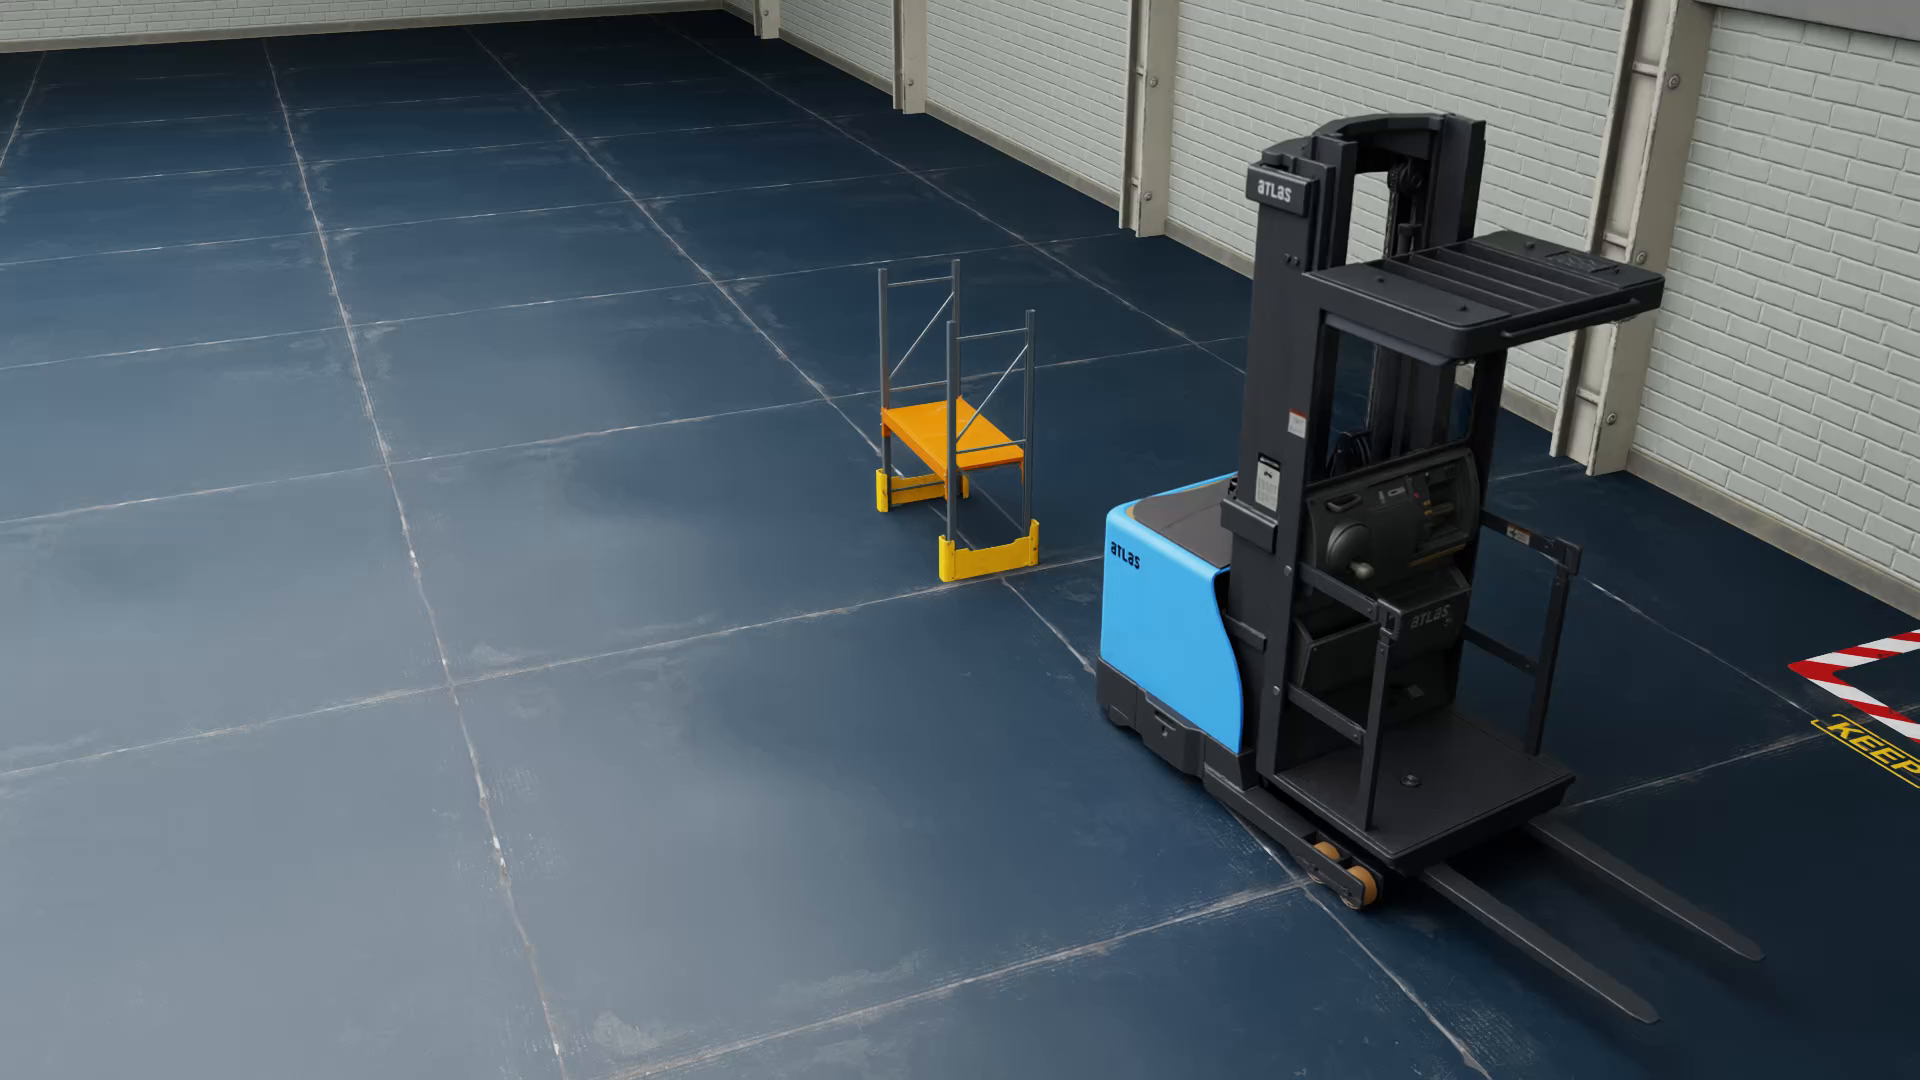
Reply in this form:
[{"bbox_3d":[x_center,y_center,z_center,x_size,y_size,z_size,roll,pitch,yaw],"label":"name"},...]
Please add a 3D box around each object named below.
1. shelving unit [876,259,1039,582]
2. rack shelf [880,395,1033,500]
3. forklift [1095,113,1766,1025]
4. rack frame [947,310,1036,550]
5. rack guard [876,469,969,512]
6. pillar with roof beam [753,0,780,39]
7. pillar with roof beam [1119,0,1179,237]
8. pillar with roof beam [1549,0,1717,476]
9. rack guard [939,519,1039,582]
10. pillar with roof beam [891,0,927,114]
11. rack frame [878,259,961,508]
[{"bbox_3d":[-0.030,-0.705,9.484,0.587,1.500,1.083,-11,28,-21],"label":"shelving unit"},{"bbox_3d":[-0.033,-0.547,9.570,0.538,0.185,1.000,-11,28,-21],"label":"rack shelf"},{"bbox_3d":[1.869,-0.068,6.549,1.130,2.935,3.031,-16,30,-29],"label":"forklift"},{"bbox_3d":[0.166,-0.503,9.071,0.500,1.500,0.032,-11,28,-21],"label":"rack frame"},{"bbox_3d":[-0.225,-0.344,10.170,0.587,0.250,0.087,-11,28,-21],"label":"rack guard"},{"bbox_3d":[-6.930,-11.082,22.191,9.100,9.000,0.400,-11,28,-21],"label":"pillar with roof beam"},{"bbox_3d":[-2.231,-6.238,12.269,9.100,9.000,0.400,-11,28,-21],"label":"pillar with roof beam"},{"bbox_3d":[0.119,-3.815,7.308,9.100,9.000,0.400,-11,28,-21],"label":"pillar with roof beam"},{"bbox_3d":[0.165,0.058,9.346,0.587,0.250,0.087,-11,28,-21],"label":"rack guard"},{"bbox_3d":[-4.581,-8.660,17.230,9.100,9.000,0.400,-11,28,-21],"label":"pillar with roof beam"},{"bbox_3d":[-0.232,-0.914,9.912,0.500,1.500,0.032,-11,28,-21],"label":"rack frame"}]
